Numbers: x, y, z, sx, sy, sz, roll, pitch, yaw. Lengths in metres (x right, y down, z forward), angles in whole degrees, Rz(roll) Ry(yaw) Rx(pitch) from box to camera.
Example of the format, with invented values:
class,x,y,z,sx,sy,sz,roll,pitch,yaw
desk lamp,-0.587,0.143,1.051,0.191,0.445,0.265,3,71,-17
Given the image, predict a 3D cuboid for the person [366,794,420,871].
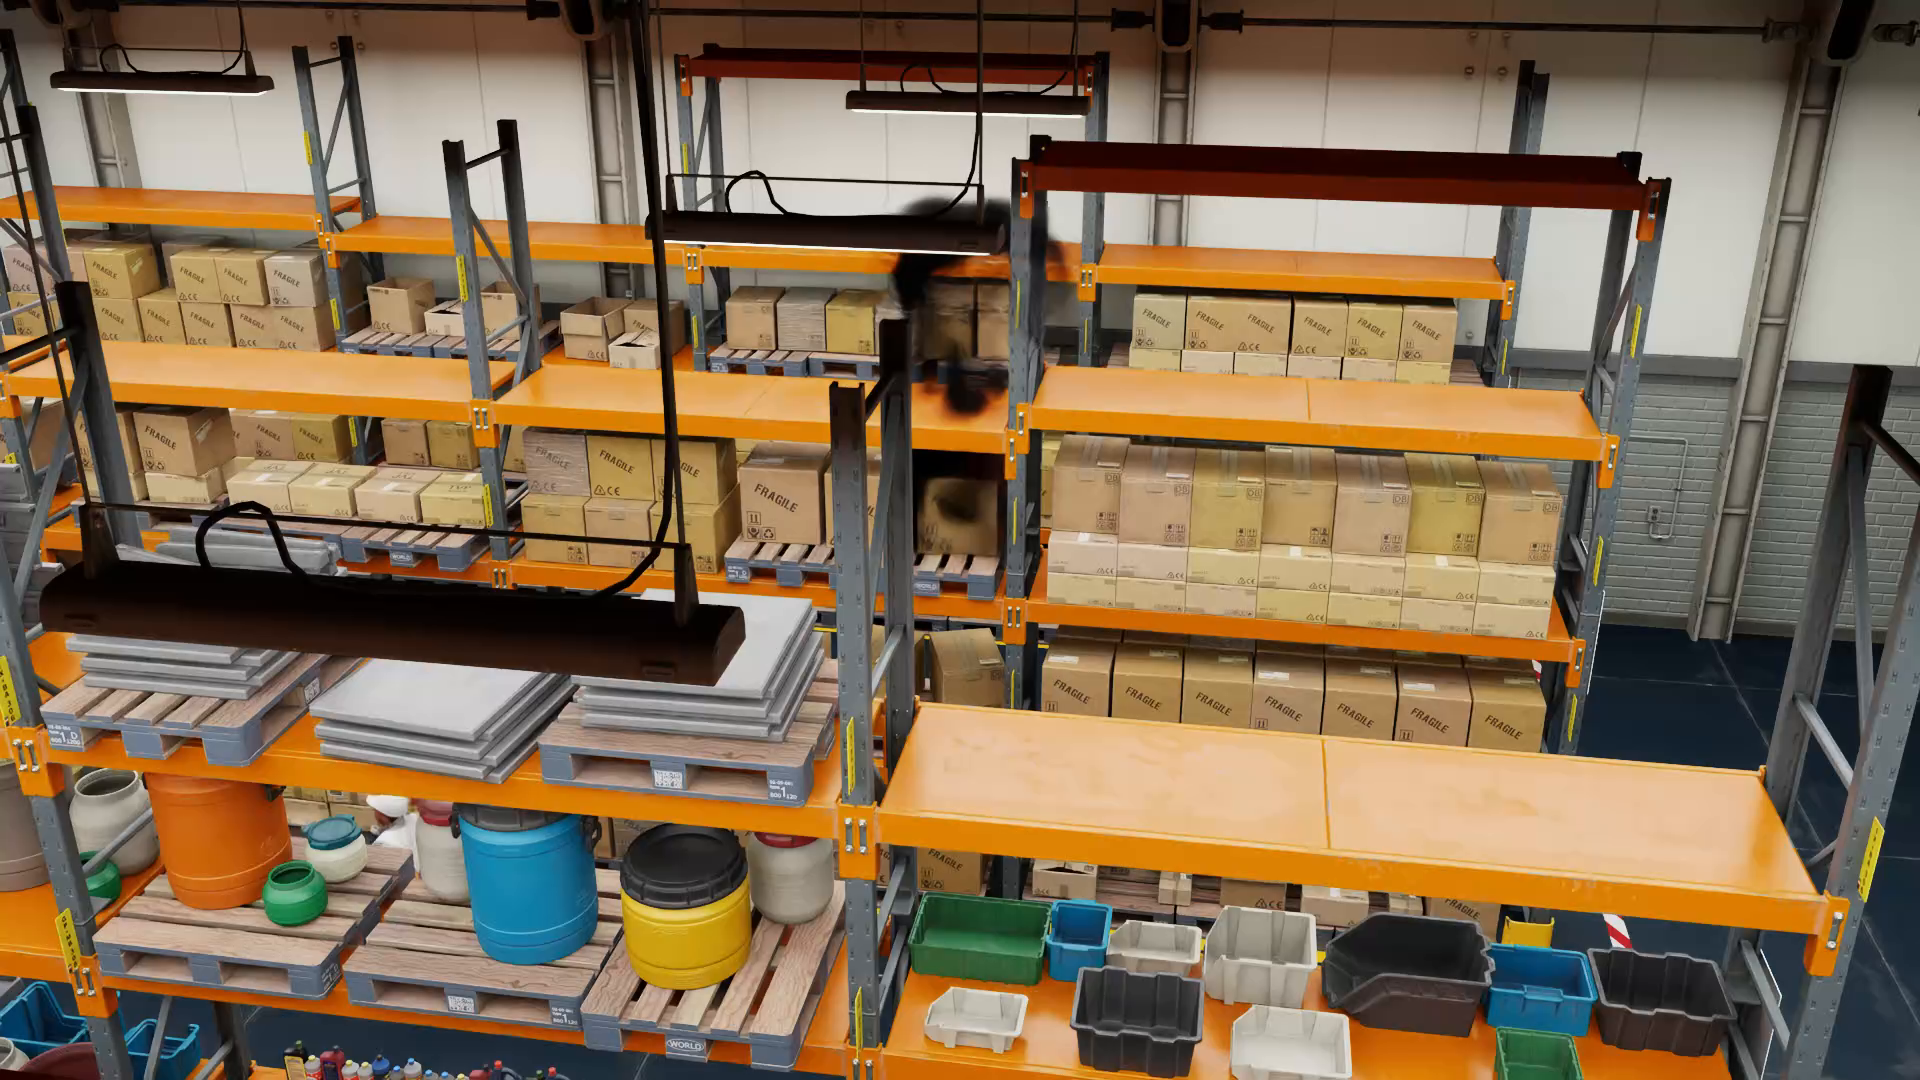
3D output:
class,x,y,z,sx,sy,sz,roll,pitch,yaw
person,-3.972,2.597,11.998,0.753,1.834,0.637,3,23,7
